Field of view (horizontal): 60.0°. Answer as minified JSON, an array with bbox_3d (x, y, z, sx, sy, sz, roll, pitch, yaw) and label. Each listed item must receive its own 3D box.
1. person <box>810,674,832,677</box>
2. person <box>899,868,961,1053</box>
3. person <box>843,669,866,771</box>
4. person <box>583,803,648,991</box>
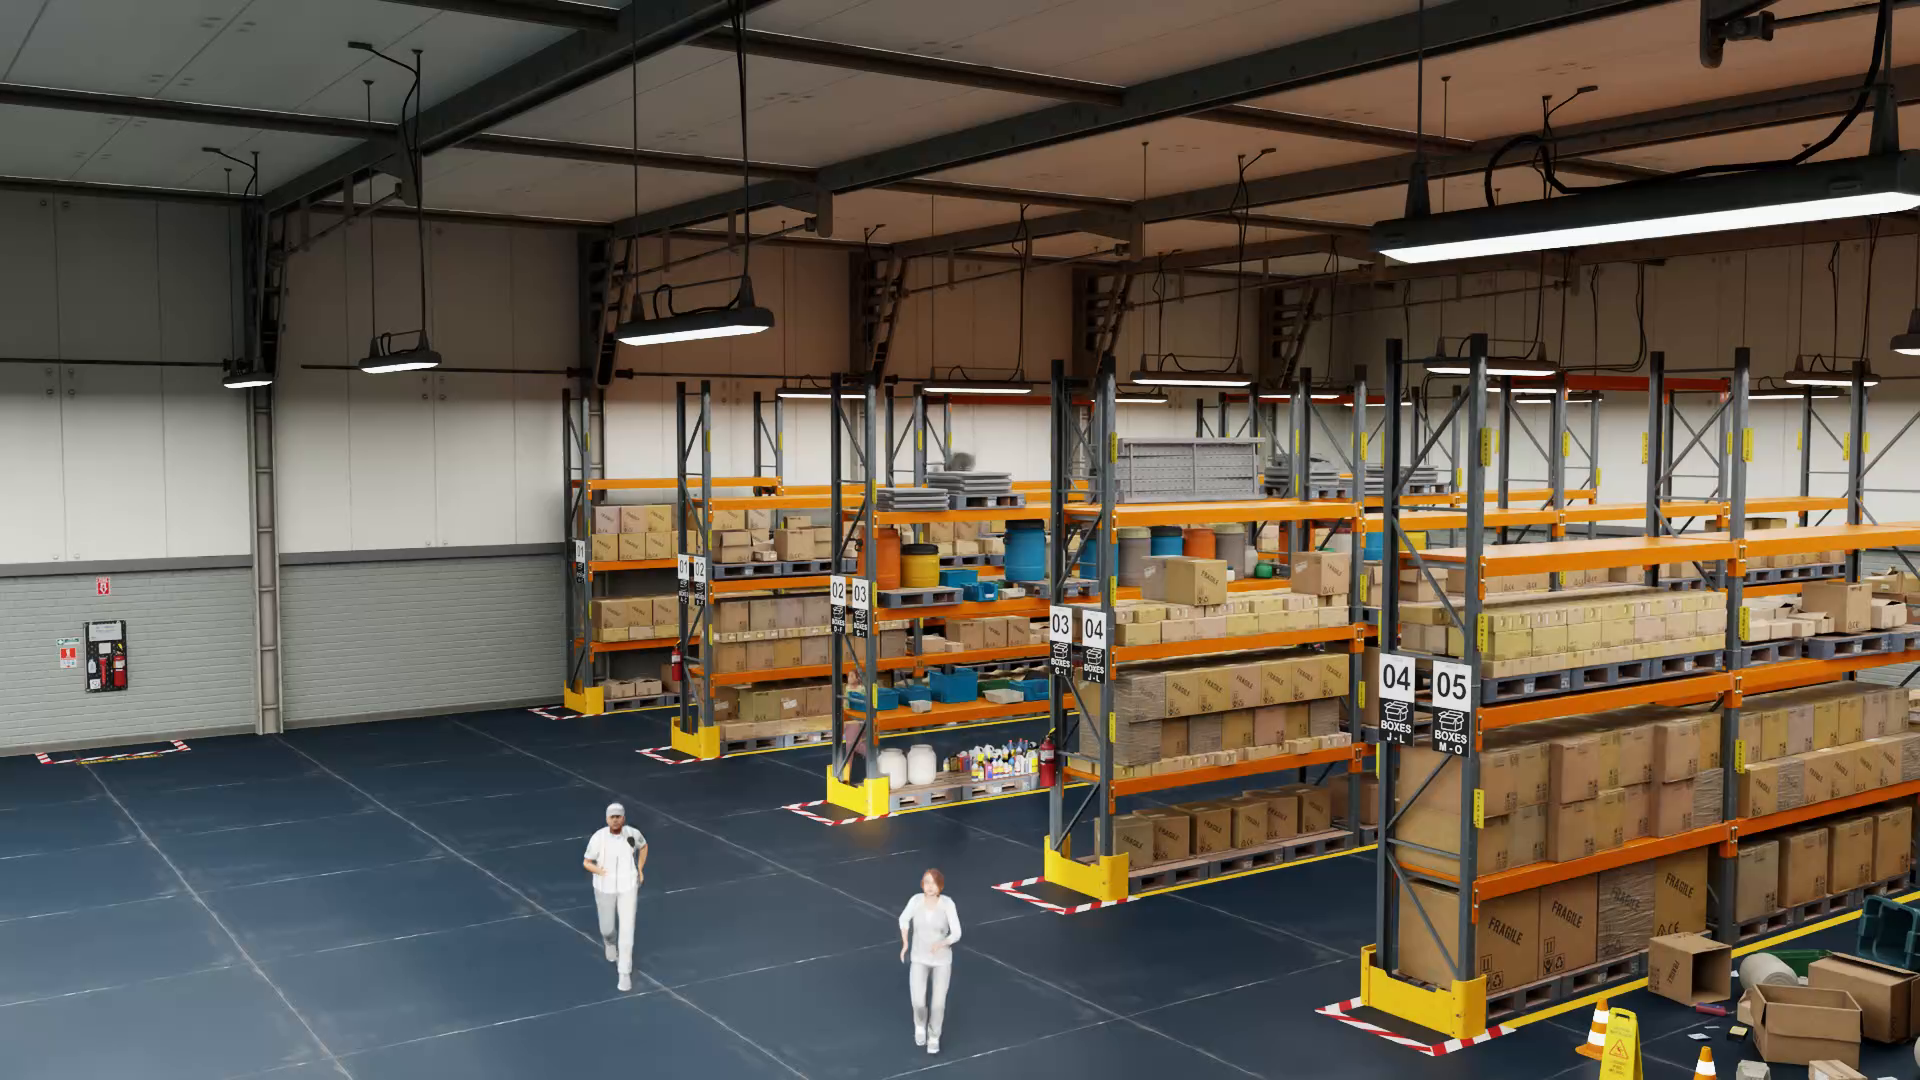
[{"bbox_3d":[-2.478,2.394,30.051,0.732,1.749,0.576,-3,5,-41],"label":"person"},{"bbox_3d":[-0.264,3.496,13.741,0.513,1.563,0.571,0,4,3],"label":"person"},{"bbox_3d":[-1.566,2.741,24.872,0.579,1.650,0.924,3,5,41],"label":"person"},{"bbox_3d":[-3.247,3.312,15.723,0.606,1.664,0.924,-1,4,-12],"label":"person"}]
